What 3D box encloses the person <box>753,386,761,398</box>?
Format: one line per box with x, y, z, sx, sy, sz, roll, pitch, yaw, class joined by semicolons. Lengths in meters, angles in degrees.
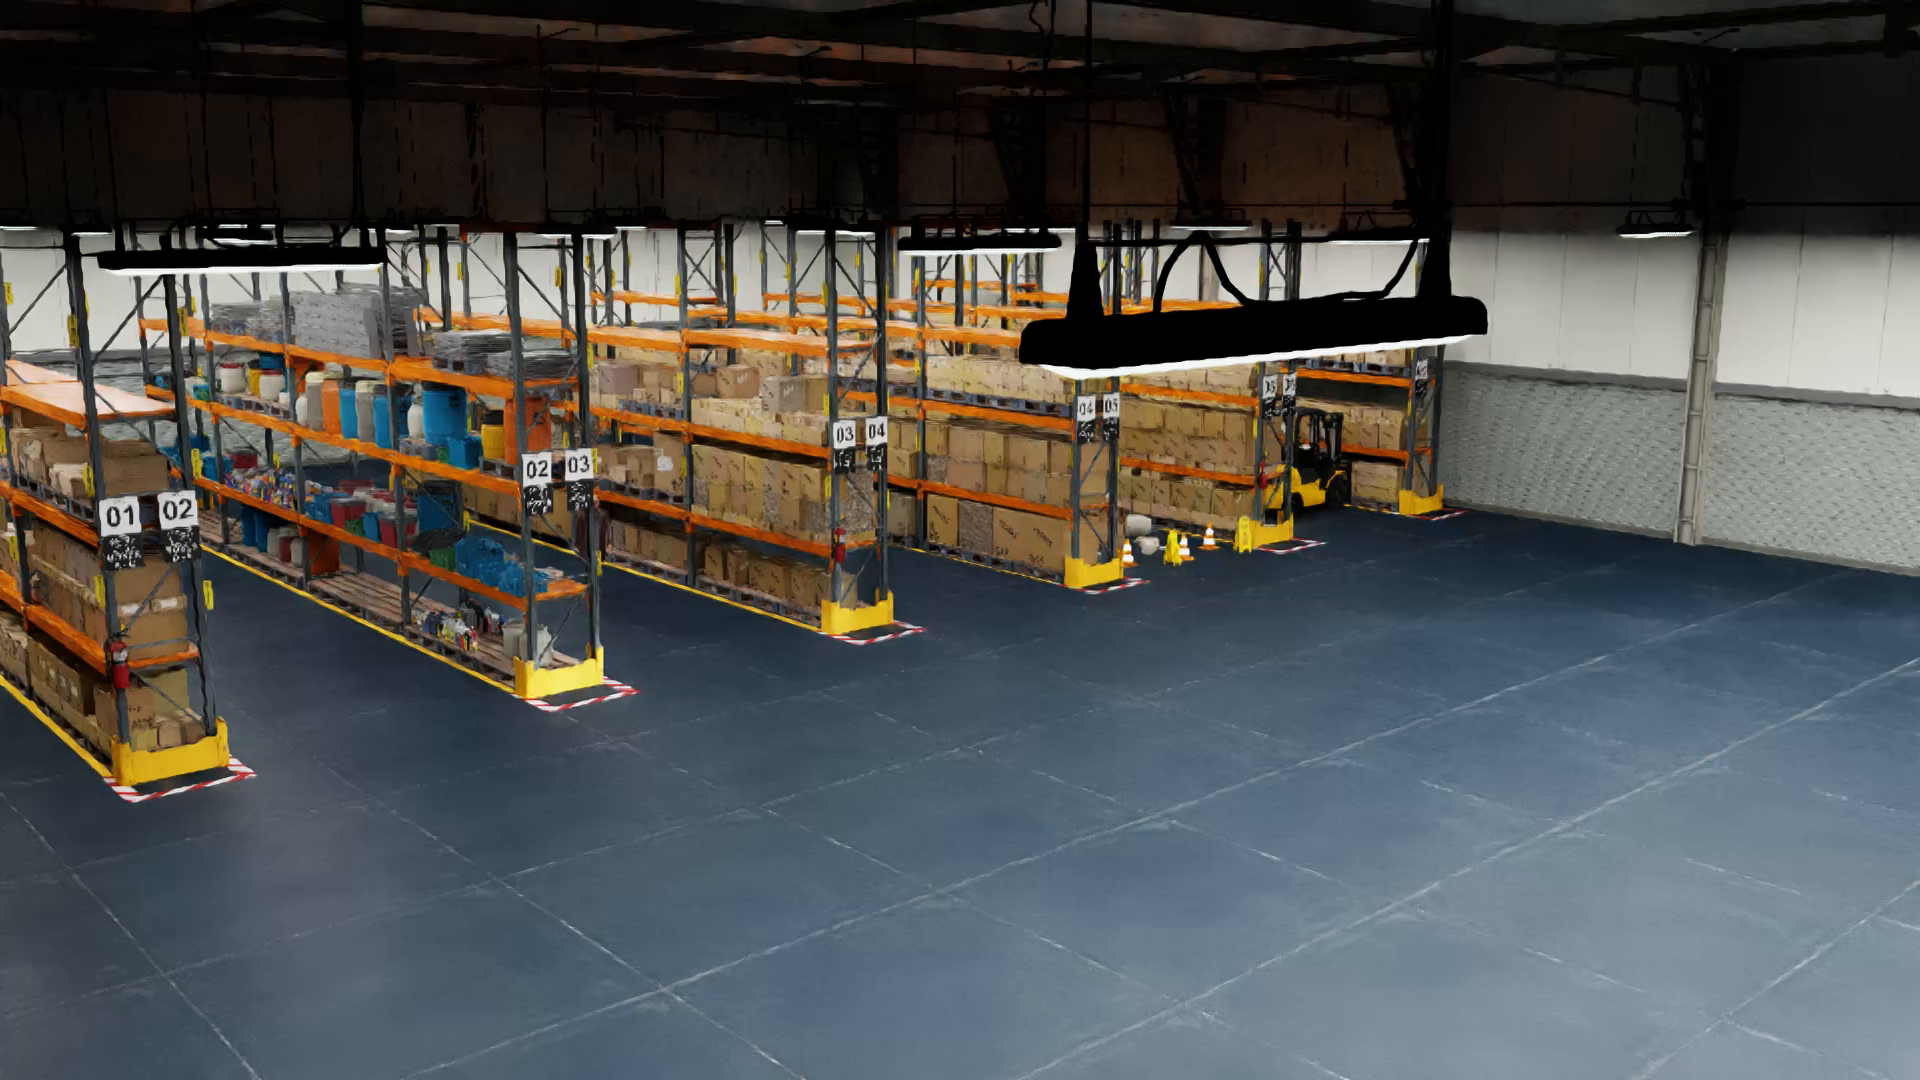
-5.653;-3.741;46.008;0.579;1.742;0.605;1;11;6;person

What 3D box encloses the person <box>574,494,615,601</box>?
-5.914;0.091;26.976;0.576;1.712;1.090;-7;13;-31;person
